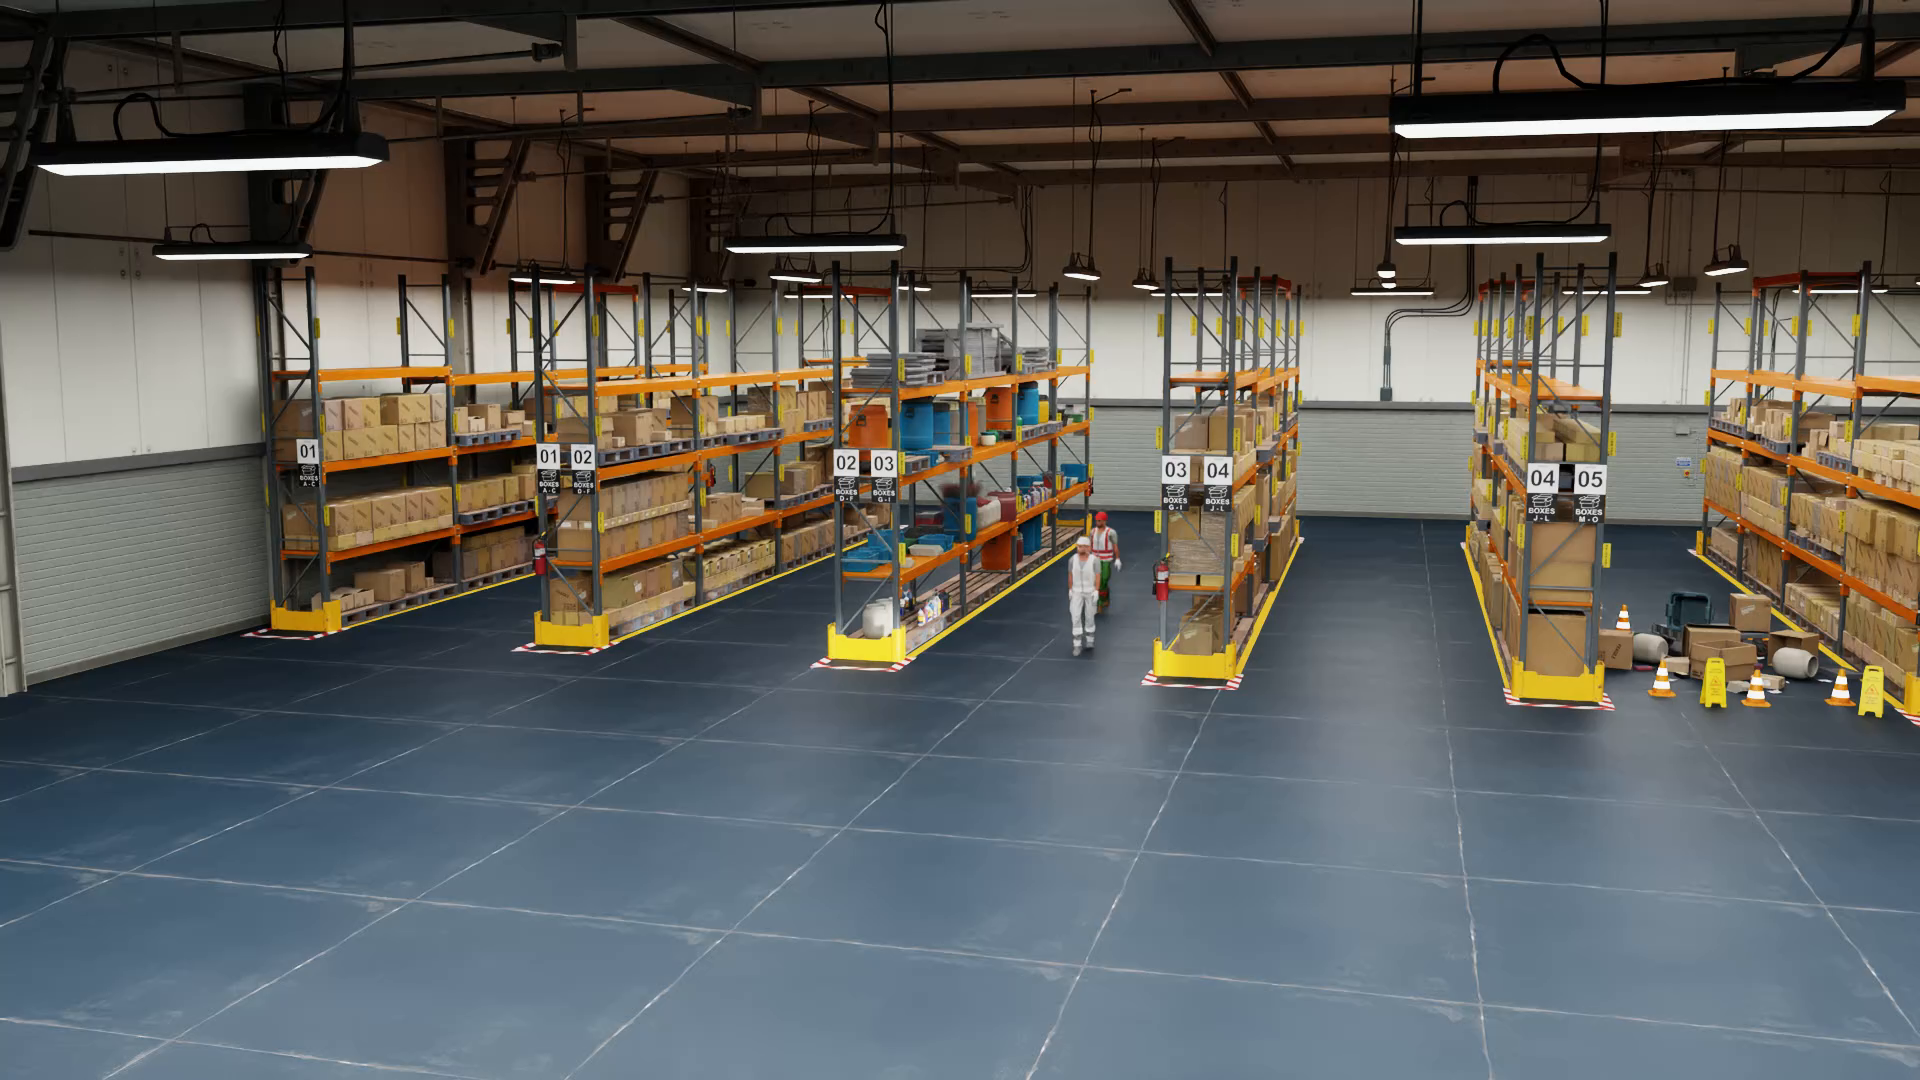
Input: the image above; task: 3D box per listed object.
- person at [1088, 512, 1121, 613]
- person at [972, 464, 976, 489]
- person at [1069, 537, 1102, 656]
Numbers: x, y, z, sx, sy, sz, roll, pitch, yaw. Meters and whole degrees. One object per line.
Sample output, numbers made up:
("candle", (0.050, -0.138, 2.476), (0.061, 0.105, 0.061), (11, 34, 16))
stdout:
("person", (2.484, 0.366, 29.561), (0.629, 1.731, 0.978), (4, 8, 30))
("person", (0.234, -1.282, 43.337), (0.448, 1.624, 0.426), (2, 8, 16))
("person", (1.921, 0.865, 25.823), (0.551, 1.829, 0.746), (2, 8, 15))
